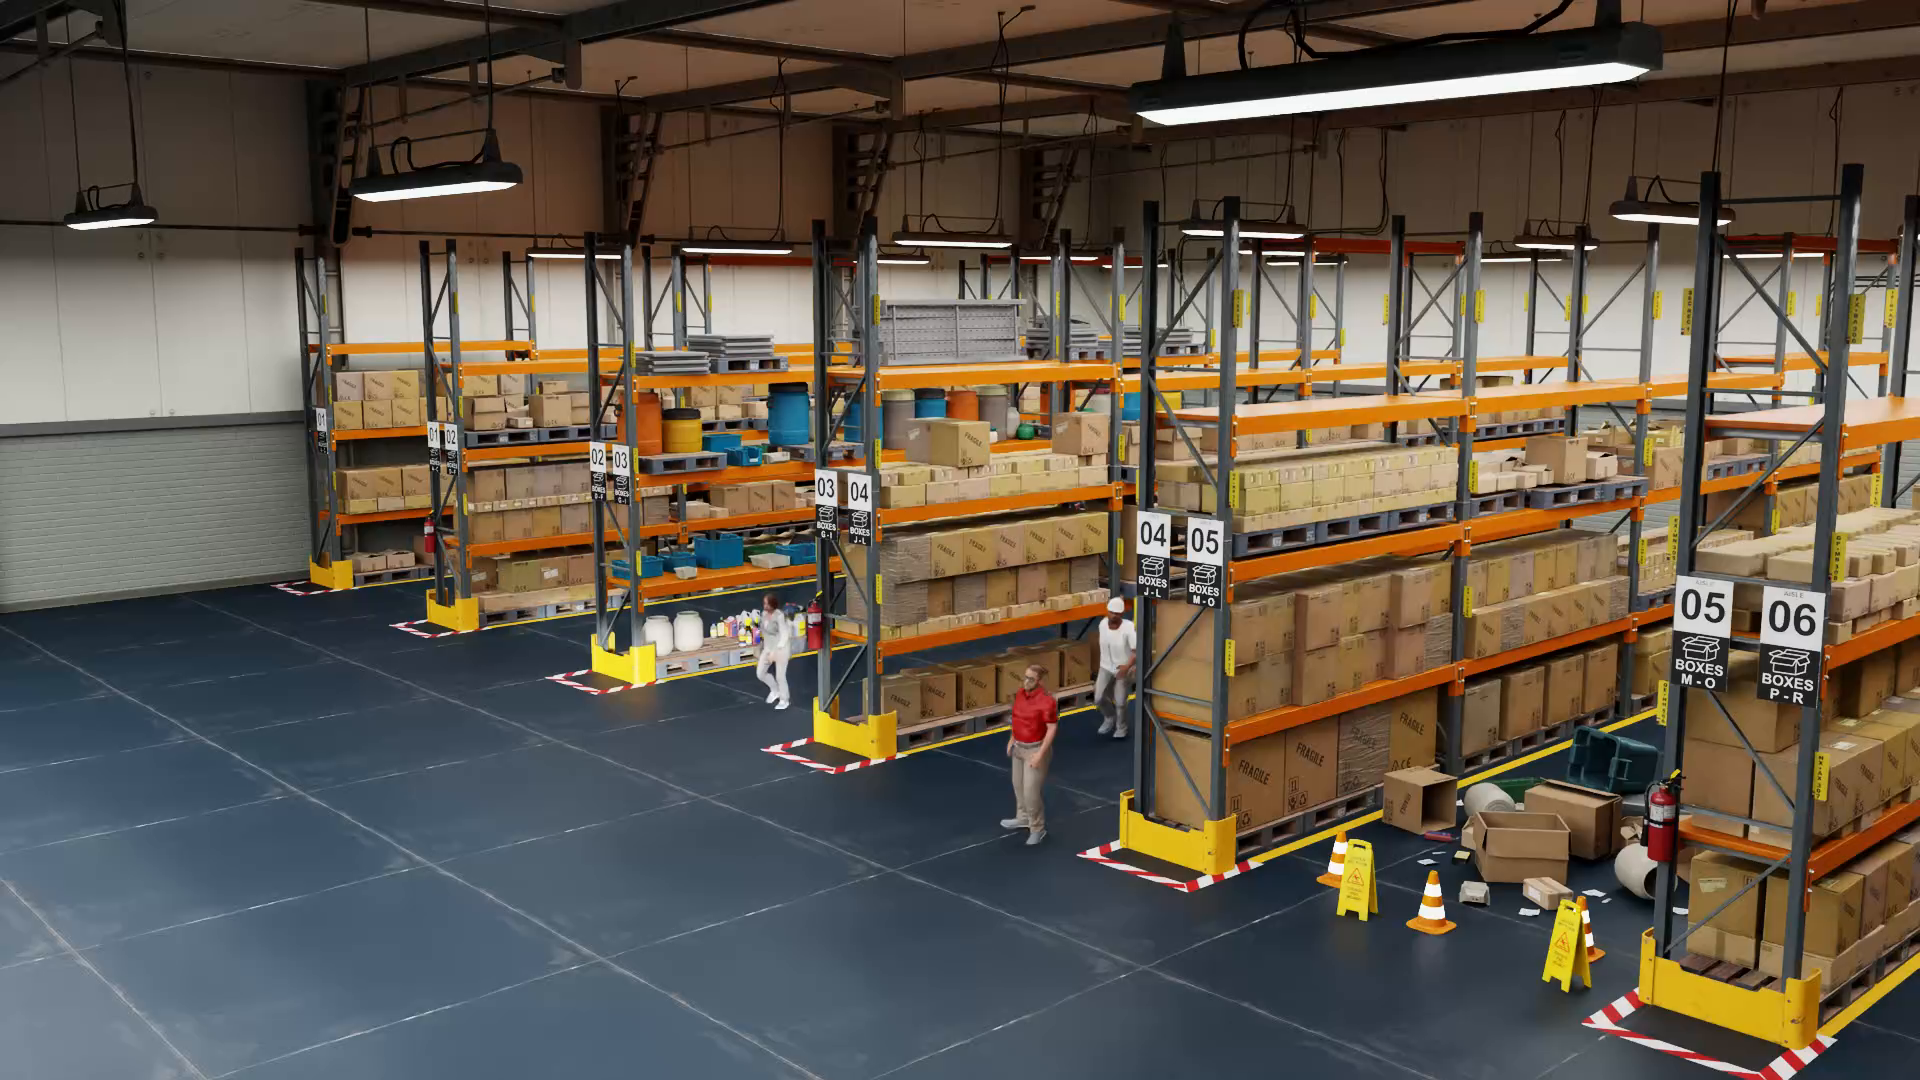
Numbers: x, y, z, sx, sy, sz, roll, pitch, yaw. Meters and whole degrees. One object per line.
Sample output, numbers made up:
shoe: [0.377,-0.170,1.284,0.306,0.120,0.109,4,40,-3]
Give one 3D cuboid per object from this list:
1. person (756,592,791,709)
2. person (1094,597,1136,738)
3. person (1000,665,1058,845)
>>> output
person: [-2.283,1.393,20.668,0.533,1.530,0.642,6,10,36]
person: [1.807,1.498,19.236,0.665,1.699,0.843,5,10,28]
person: [0.633,2.034,15.928,0.445,1.761,0.767,-6,11,-37]
